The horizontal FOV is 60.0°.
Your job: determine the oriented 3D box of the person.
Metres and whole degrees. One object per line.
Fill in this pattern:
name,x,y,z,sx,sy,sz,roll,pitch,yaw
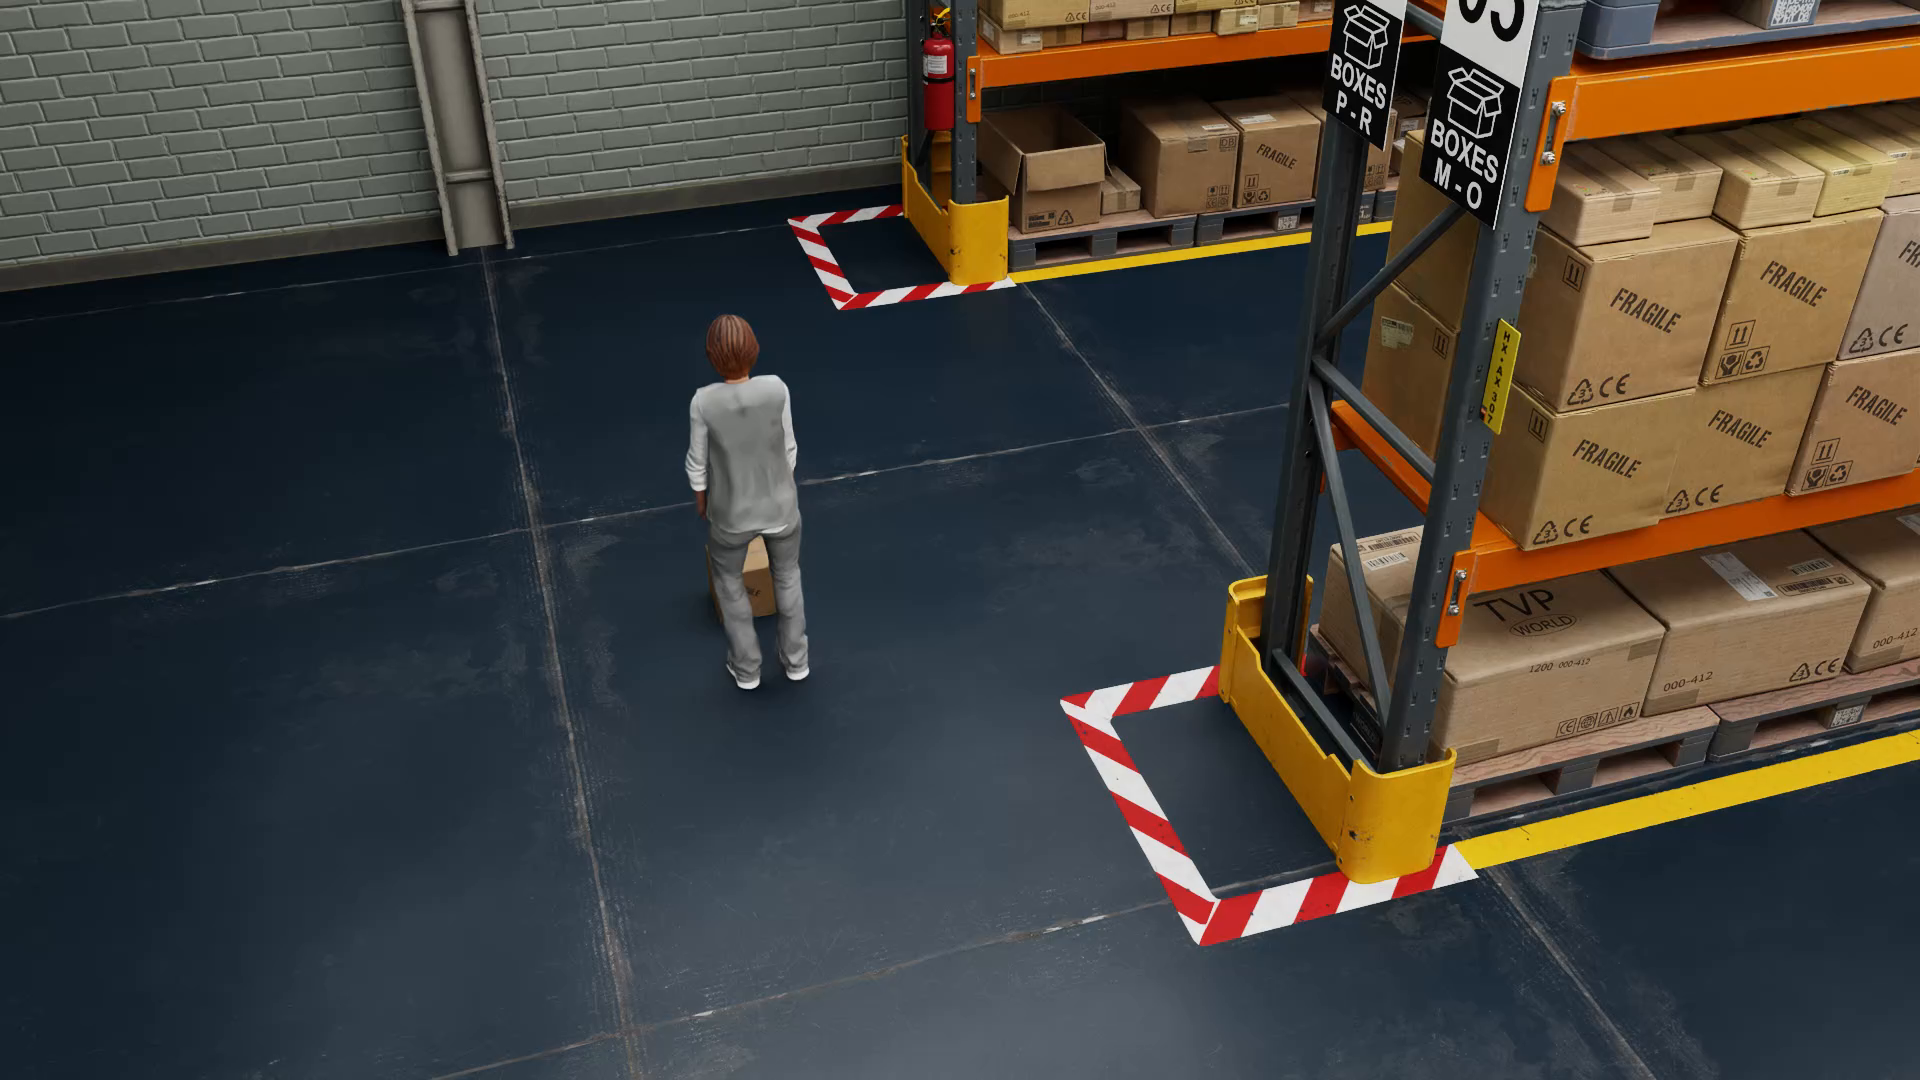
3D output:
person,-0.814,-0.103,6.347,0.420,1.556,0.353,-9,35,-13
